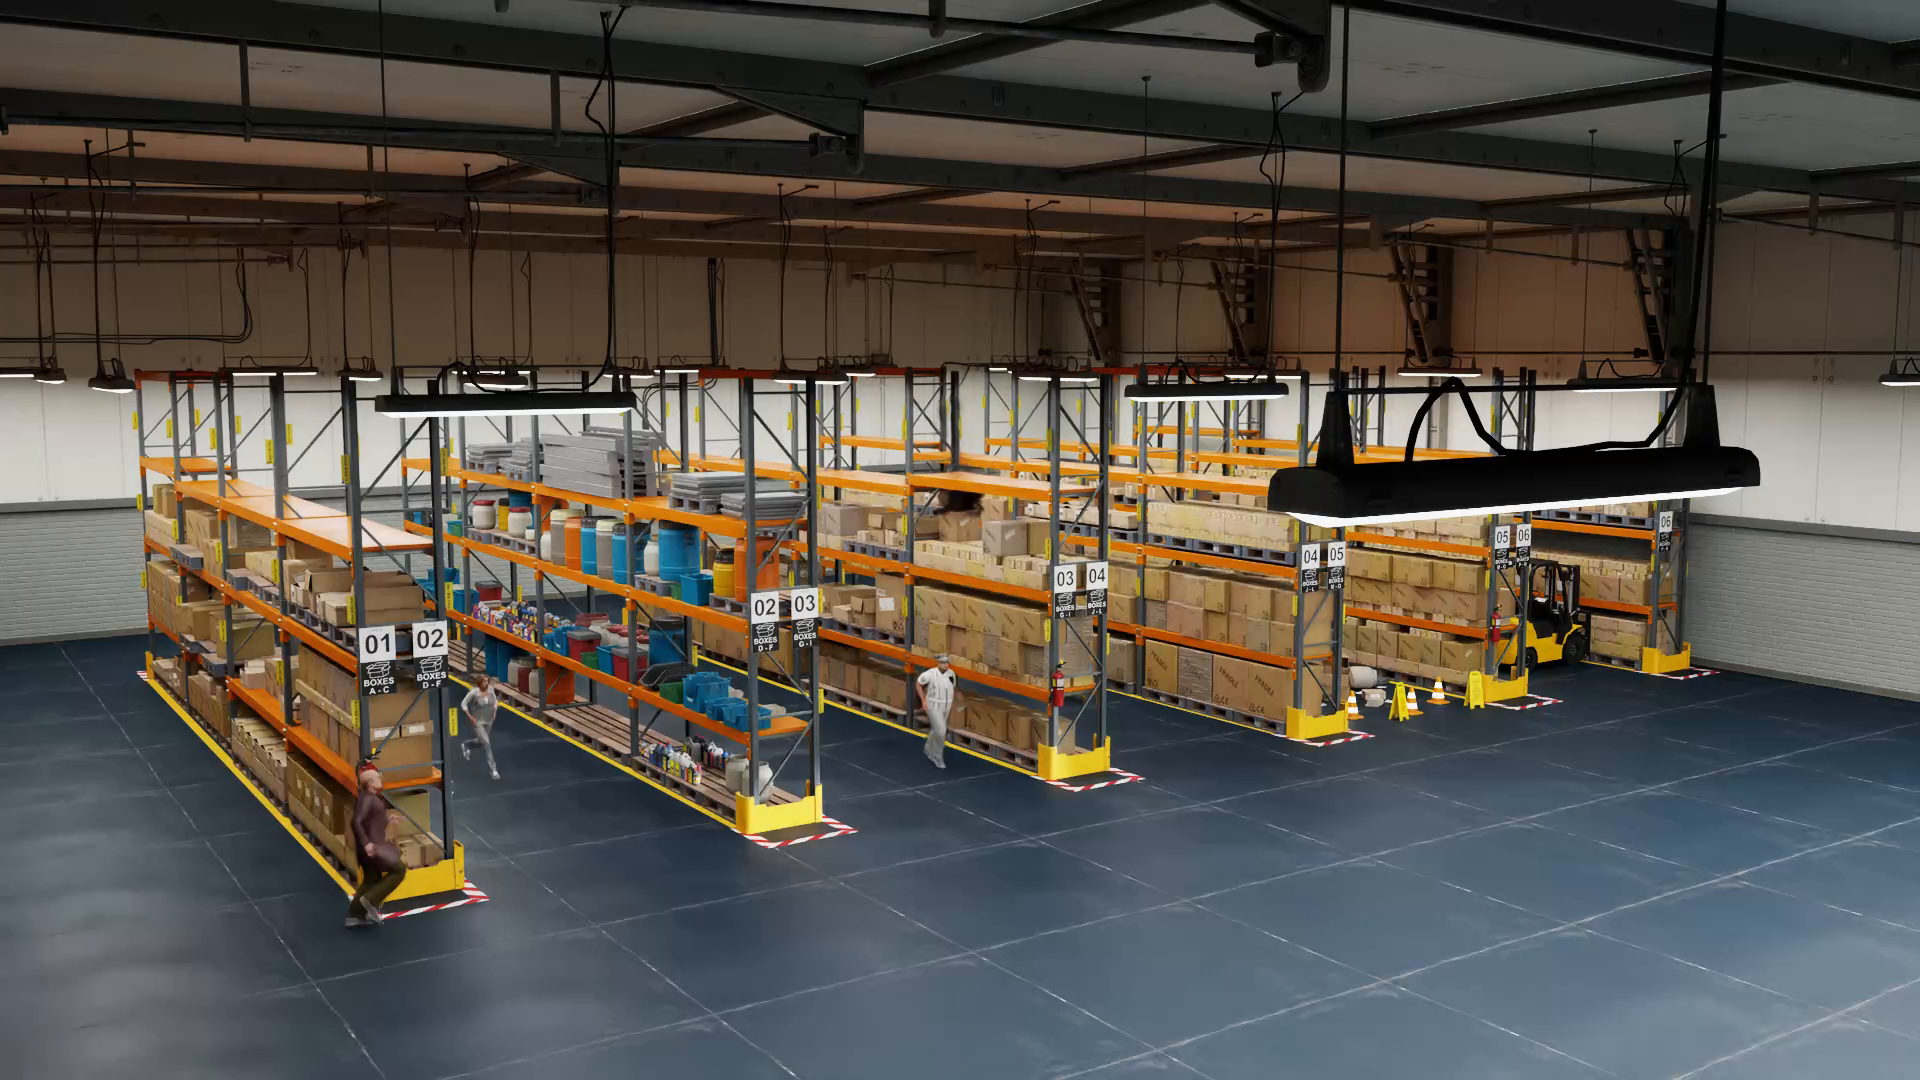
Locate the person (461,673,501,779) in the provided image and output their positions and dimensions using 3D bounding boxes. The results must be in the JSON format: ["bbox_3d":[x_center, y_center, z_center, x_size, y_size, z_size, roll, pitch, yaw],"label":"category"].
[{"bbox_3d":[-7.225,2.764,24.954,0.942,1.571,0.537,5,8,40],"label":"person"}]

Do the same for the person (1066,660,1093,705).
[{"bbox_3d":[2.096,2.080,30.105,0.676,1.827,0.862,-4,8,-34],"label":"person"}]

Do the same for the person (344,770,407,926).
[{"bbox_3d":[-6.474,3.391,18.394,0.715,1.727,0.704,-4,7,-29],"label":"person"}]

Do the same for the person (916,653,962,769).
[{"bbox_3d":[-0.317,2.614,25.520,0.591,1.830,0.875,-6,9,-41],"label":"person"}]
